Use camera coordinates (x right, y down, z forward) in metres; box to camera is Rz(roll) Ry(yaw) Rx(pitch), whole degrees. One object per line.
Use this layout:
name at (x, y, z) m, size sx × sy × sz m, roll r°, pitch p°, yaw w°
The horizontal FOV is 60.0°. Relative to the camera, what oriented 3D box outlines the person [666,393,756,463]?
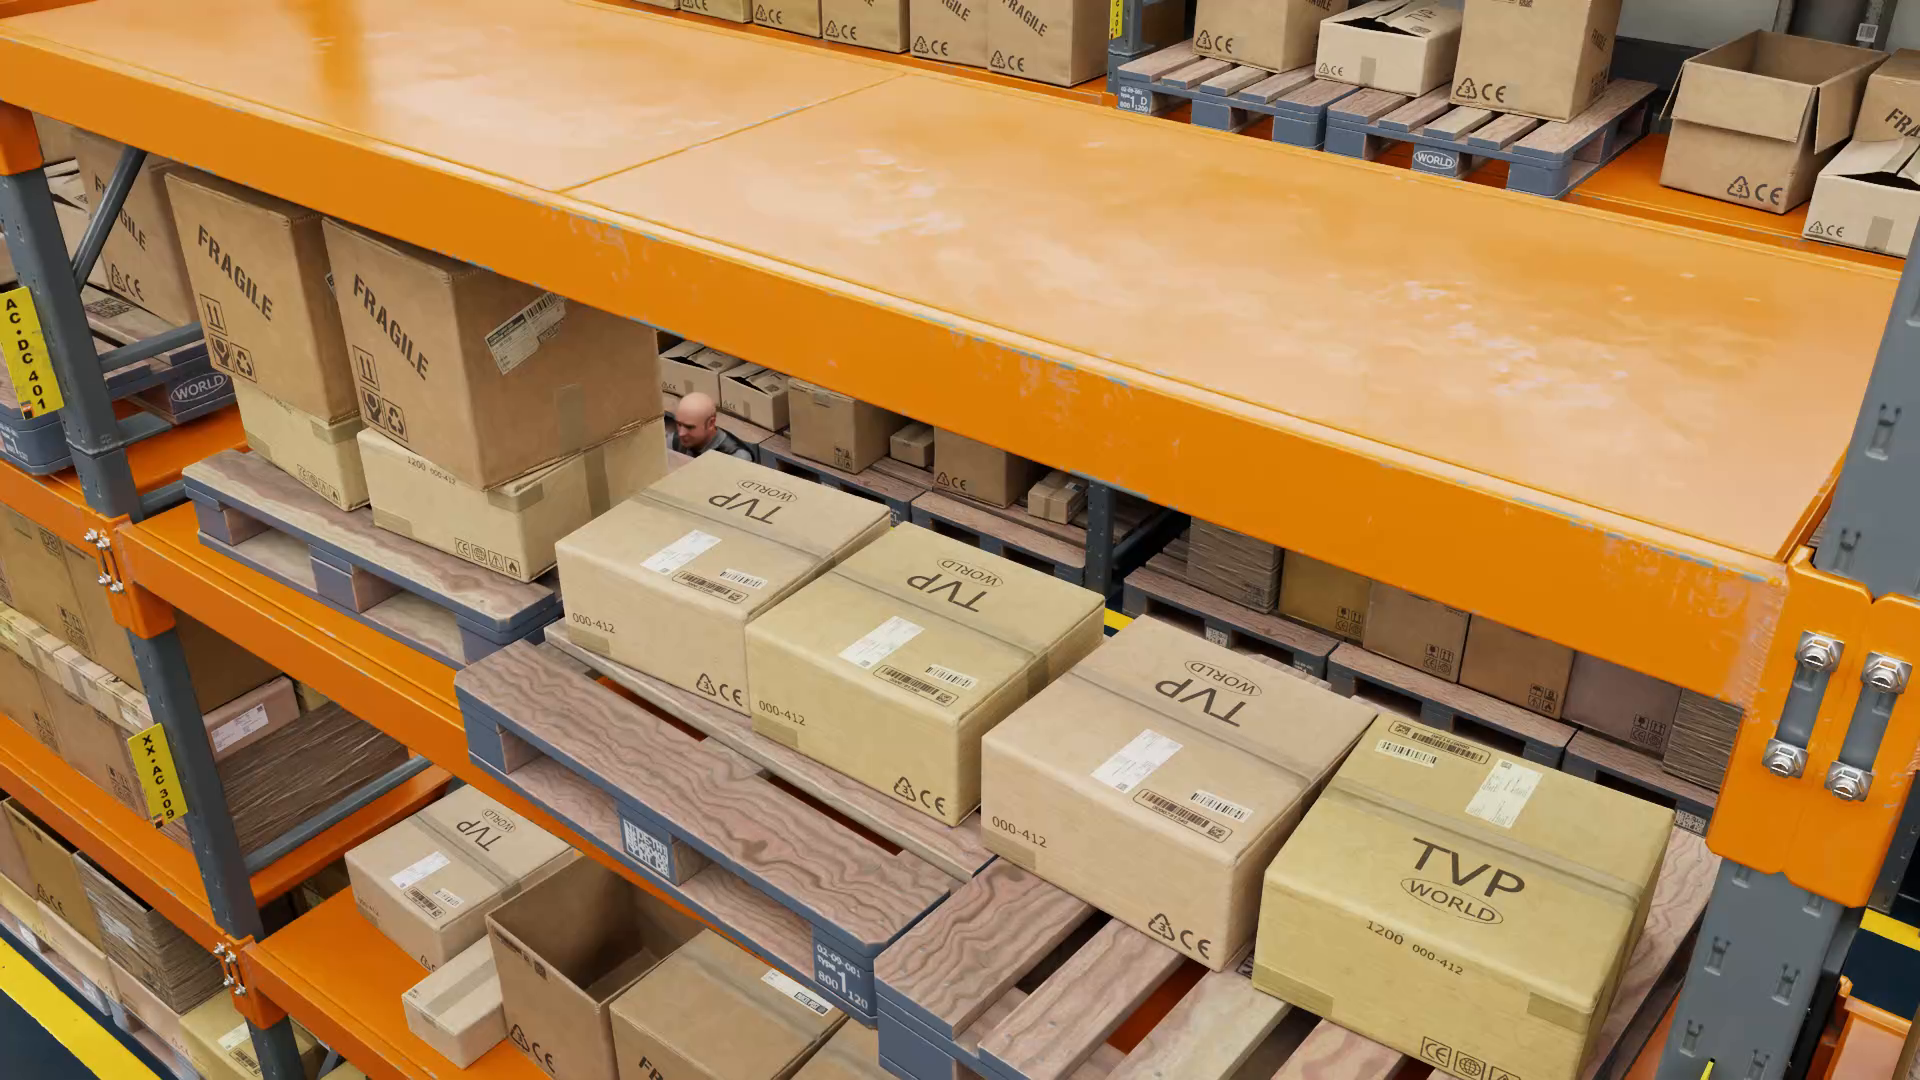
person at (-1.175, 0.041, 8.043) m, size 0.592 × 1.720 × 0.422 m, roll 19°, pitch 35°, yaw 28°
